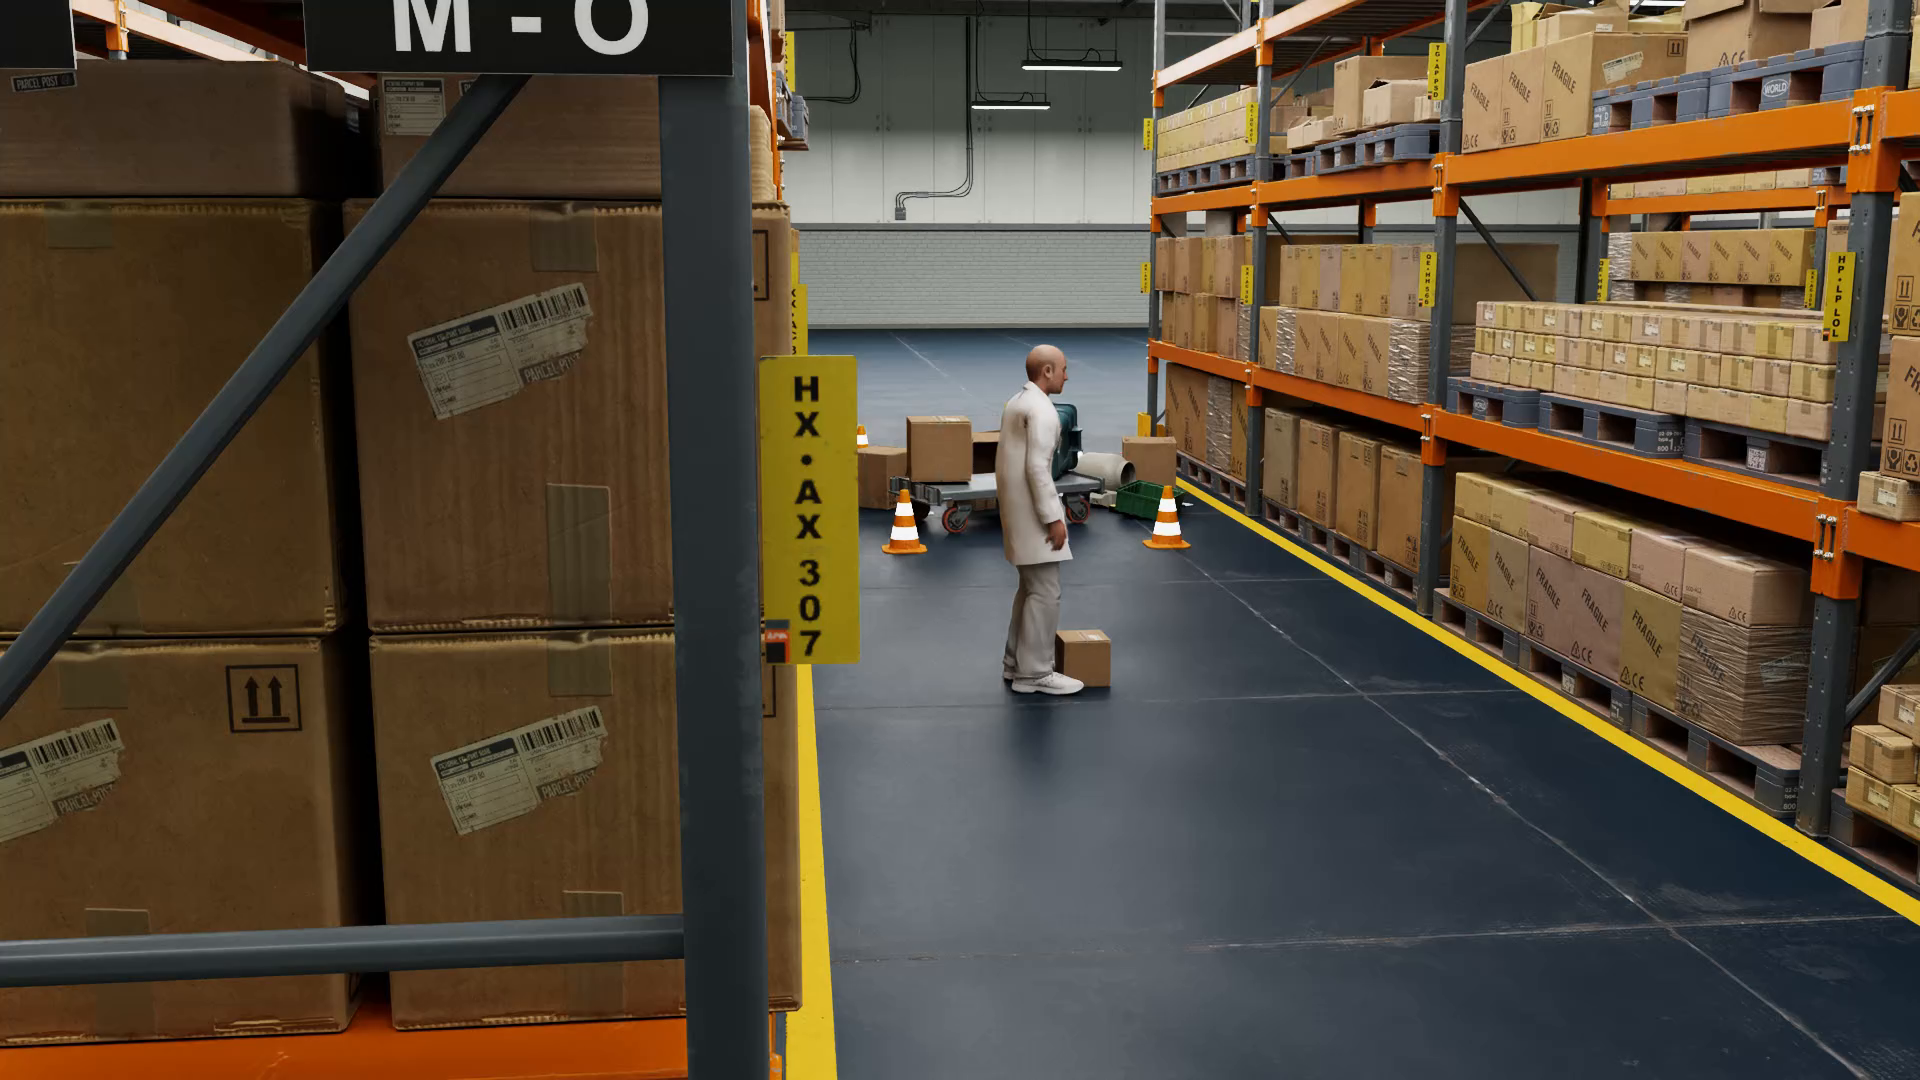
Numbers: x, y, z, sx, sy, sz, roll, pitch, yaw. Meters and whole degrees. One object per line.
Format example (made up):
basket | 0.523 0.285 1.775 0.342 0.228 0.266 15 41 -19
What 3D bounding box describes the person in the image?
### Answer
person | 0.398 -0.107 8.649 0.419 1.744 0.655 -1 10 -9
